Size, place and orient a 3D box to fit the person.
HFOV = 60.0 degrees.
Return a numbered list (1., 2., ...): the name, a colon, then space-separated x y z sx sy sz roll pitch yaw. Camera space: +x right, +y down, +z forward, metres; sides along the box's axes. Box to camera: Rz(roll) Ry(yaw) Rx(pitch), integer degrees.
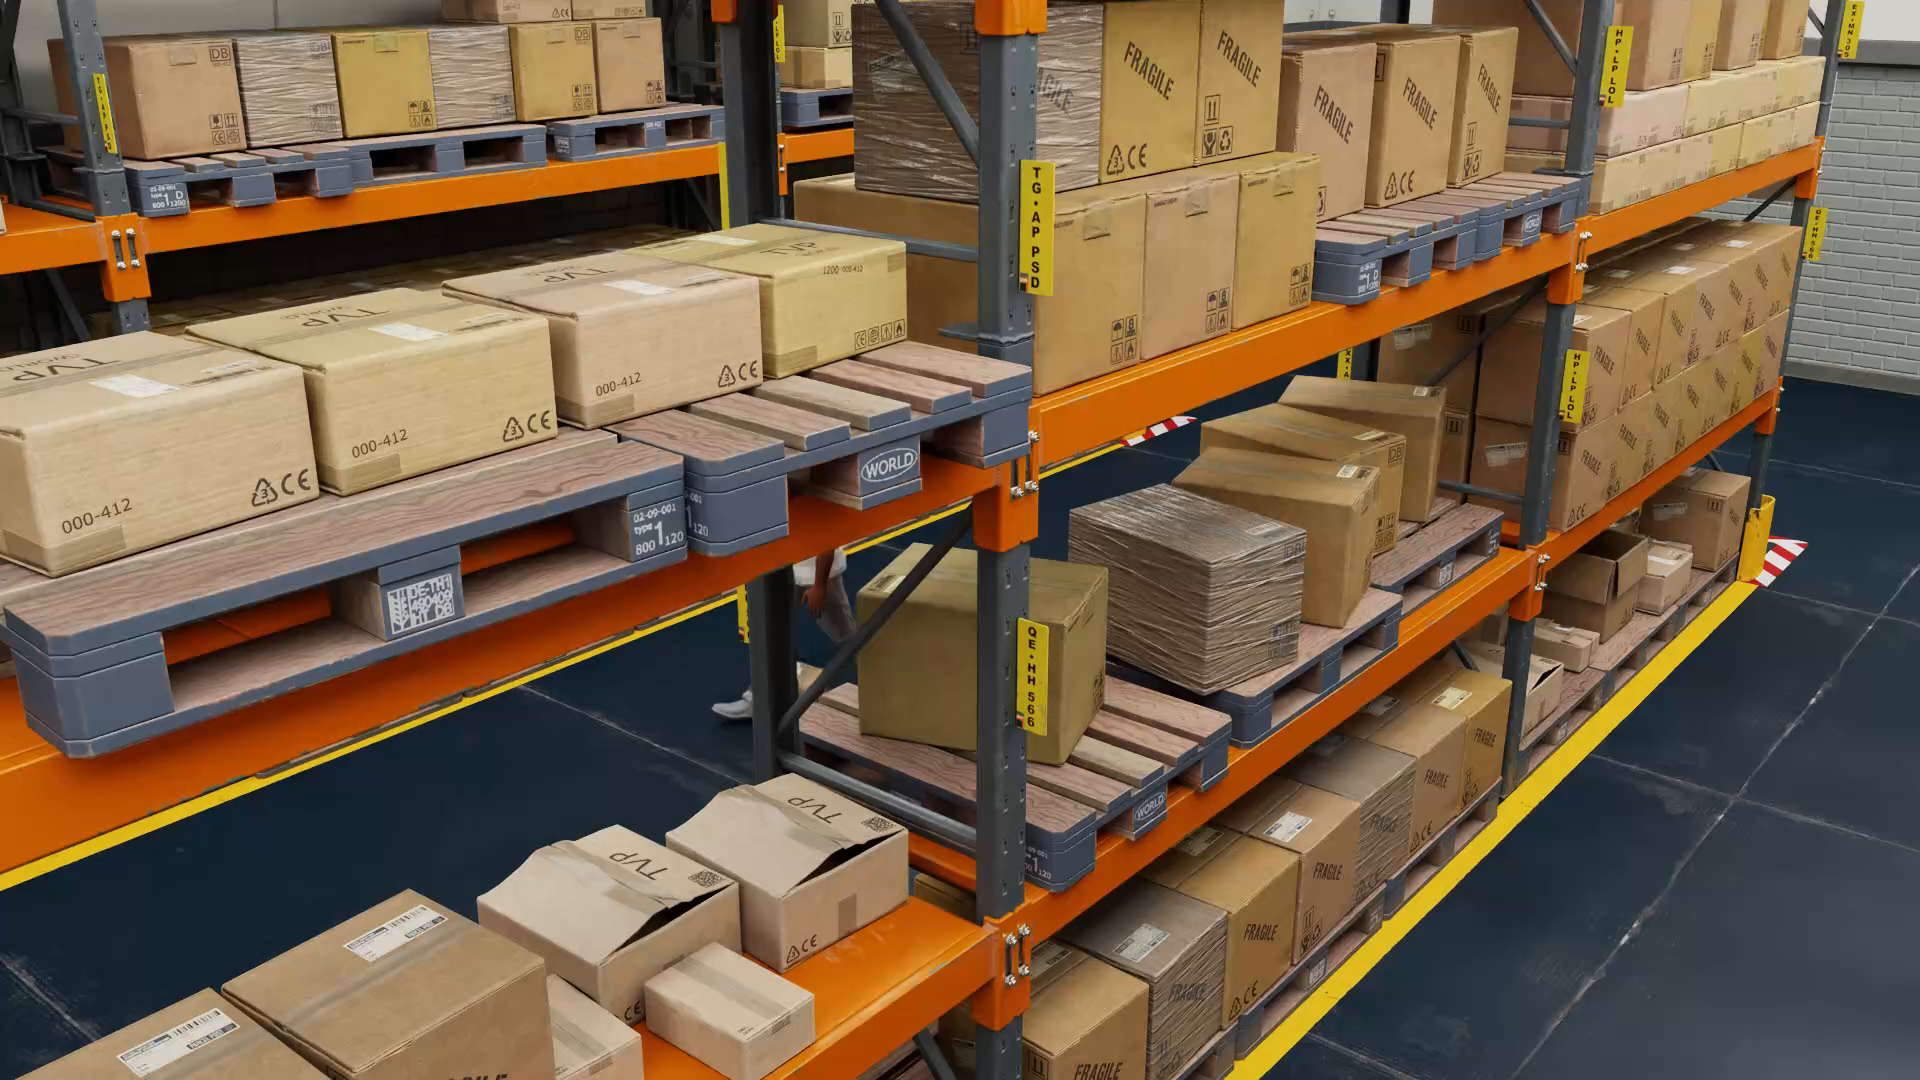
1. person: -0.818 0.154 8.665 0.951 1.728 0.601 -13 24 -32
